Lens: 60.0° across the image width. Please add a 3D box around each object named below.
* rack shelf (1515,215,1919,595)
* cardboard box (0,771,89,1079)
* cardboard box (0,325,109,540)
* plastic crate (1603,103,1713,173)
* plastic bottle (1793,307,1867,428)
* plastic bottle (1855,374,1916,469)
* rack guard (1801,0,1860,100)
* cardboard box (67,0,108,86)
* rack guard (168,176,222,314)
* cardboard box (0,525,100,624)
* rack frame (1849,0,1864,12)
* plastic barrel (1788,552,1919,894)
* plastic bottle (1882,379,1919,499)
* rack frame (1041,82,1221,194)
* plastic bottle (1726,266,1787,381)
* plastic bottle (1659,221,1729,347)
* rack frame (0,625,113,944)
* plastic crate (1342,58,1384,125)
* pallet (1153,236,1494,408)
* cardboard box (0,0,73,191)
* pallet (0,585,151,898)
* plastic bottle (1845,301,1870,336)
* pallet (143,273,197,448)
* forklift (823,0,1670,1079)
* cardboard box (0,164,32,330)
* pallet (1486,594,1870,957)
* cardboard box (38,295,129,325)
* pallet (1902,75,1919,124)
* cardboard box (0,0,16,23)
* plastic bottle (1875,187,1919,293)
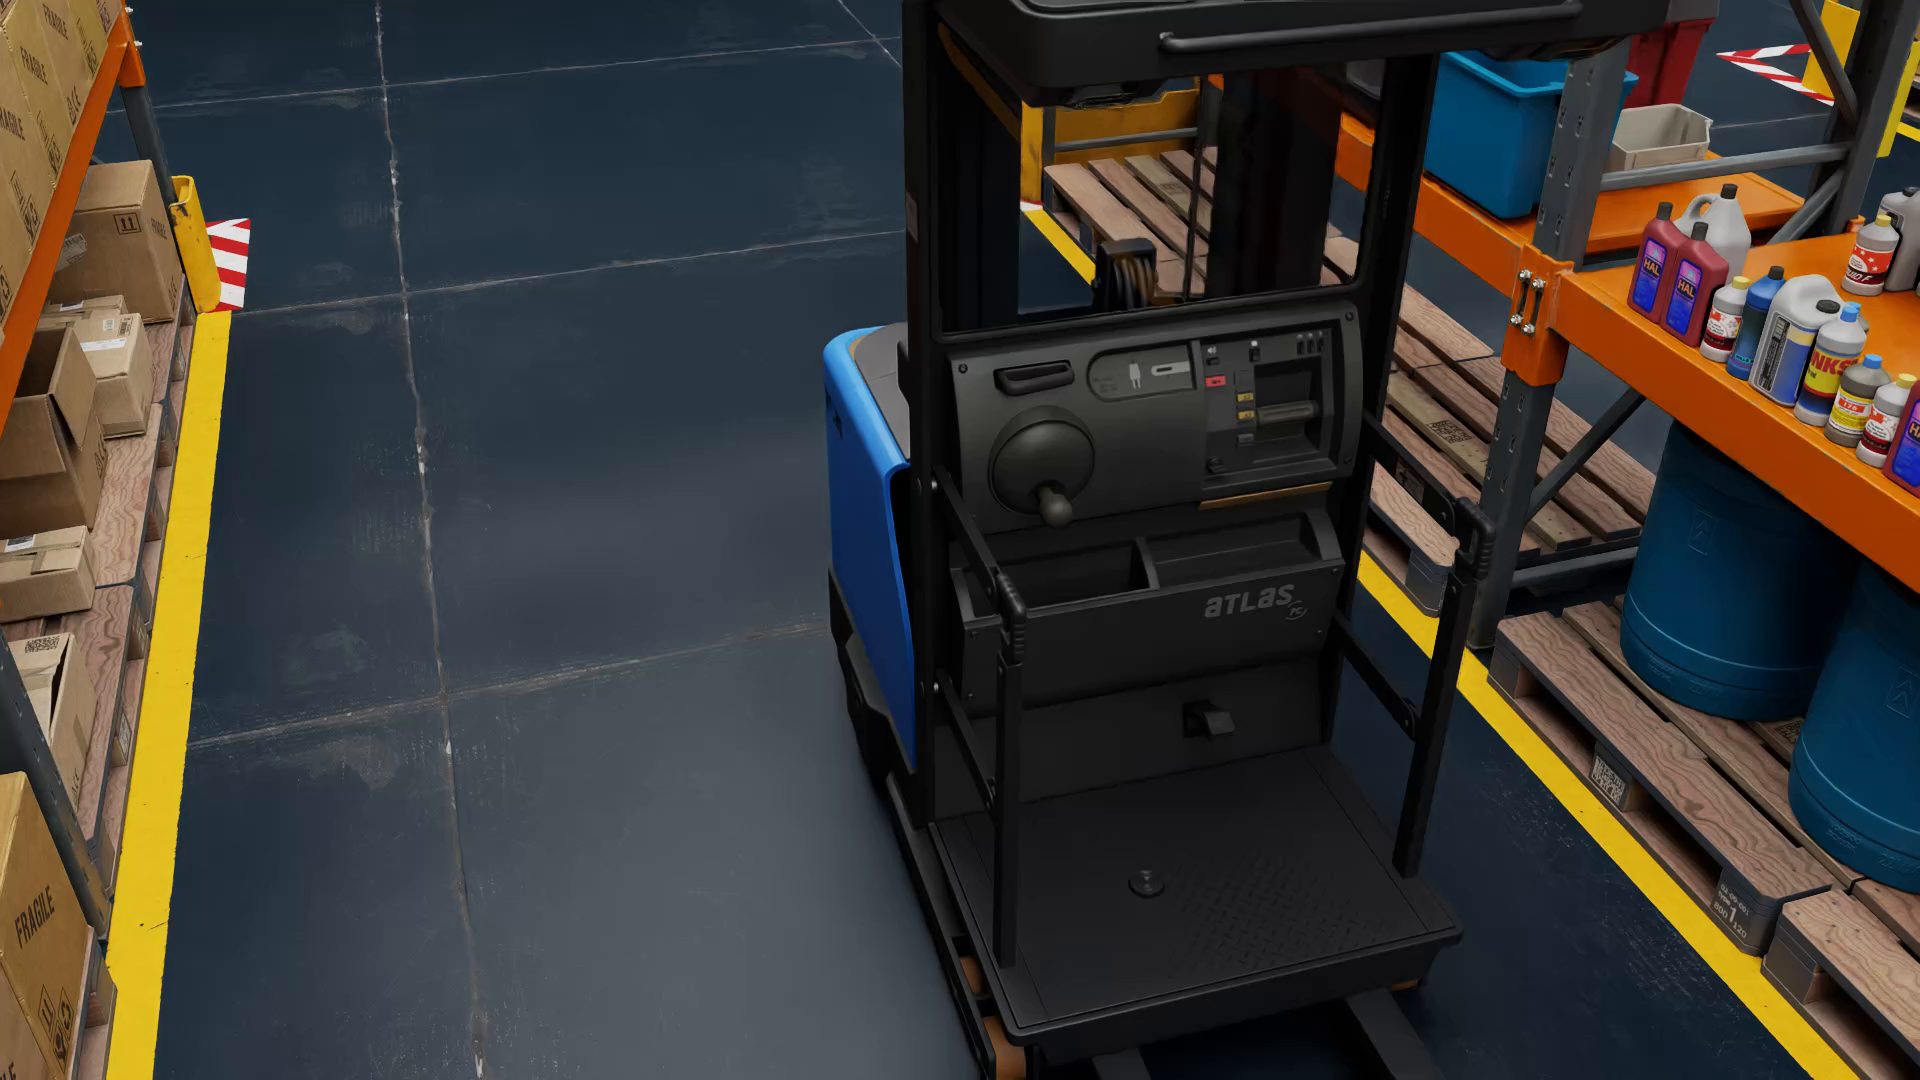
[{"bbox_3d":[2.676,0.337,3.172,1.077,0.370,4.000,-10,35,-15],"label":"rack shelf"},{"bbox_3d":[-2.229,0.888,3.554,0.500,0.500,0.500,-10,35,-15],"label":"cardboard box"},{"bbox_3d":[-3.230,-0.310,5.363,0.797,0.503,0.637,-10,35,-15],"label":"cardboard box"},{"bbox_3d":[2.060,-1.197,5.025,0.396,0.136,0.243,-10,35,-15],"label":"plastic crate"},{"bbox_3d":[1.966,-0.395,3.743,0.097,0.271,0.097,0,33,0],"label":"plastic bottle"},{"bbox_3d":[2.025,-0.263,3.608,0.097,0.201,0.097,0,33,0],"label":"plastic bottle"},{"bbox_3d":[5.556,-2.916,9.709,1.175,0.500,0.348,-10,35,-15],"label":"rack guard"},{"bbox_3d":[-3.315,-1.863,5.758,0.500,0.500,0.500,-10,35,-14],"label":"cardboard box"},{"bbox_3d":[-3.849,-1.200,7.112,1.175,0.500,0.348,-10,35,-15],"label":"rack guard"},{"bbox_3d":[-2.848,0.107,5.038,0.380,0.166,0.250,-10,35,-15],"label":"cardboard box"},{"bbox_3d":[5.563,-3.946,9.001,1.000,3.000,0.127,-10,35,-15],"label":"rack frame"},{"bbox_3d":[2.432,0.347,4.026,0.600,0.901,0.708,-10,35,-15],"label":"plastic barrel"},{"bbox_3d":[2.043,-0.234,3.489,0.061,0.283,0.133,-10,35,-15],"label":"plastic bottle"},{"bbox_3d":[0.846,-3.113,7.741,1.000,3.000,0.127,-10,35,-15],"label":"rack frame"},{"bbox_3d":[1.895,-0.517,3.928,0.097,0.271,0.097,0,33,0],"label":"plastic bottle"},{"bbox_3d":[1.813,-0.630,4.089,0.061,0.283,0.133,-10,35,-15],"label":"plastic bottle"},{"bbox_3d":[-2.652,-0.182,3.305,1.000,3.000,0.127,-10,35,-15],"label":"rack frame"},{"bbox_3d":[1.469,-1.466,5.443,0.437,0.125,0.590,-10,35,-15],"label":"plastic crate"},{"bbox_3d":[1.429,-0.871,6.877,1.003,0.211,1.213,-10,35,-15],"label":"pallet"},{"bbox_3d":[-3.014,-1.335,4.959,0.500,0.500,0.500,-10,35,-15],"label":"cardboard box"},{"bbox_3d":[-2.861,0.621,4.620,1.003,0.211,1.213,-10,35,-15],"label":"pallet"},{"bbox_3d":[2.069,-0.462,3.908,0.097,0.201,0.097,0,33,0],"label":"plastic bottle"},{"bbox_3d":[-3.605,-0.661,6.558,1.003,0.211,1.213,-10,35,-15],"label":"pallet"},{"bbox_3d":[0.497,-0.209,3.407,1.130,2.935,3.031,-9,35,-13],"label":"forklift"},{"bbox_3d":[-2.707,-0.806,4.158,0.500,0.500,0.500,-9,35,-14],"label":"cardboard box"},{"bbox_3d":[2.262,0.562,4.708,1.003,0.211,1.213,-10,35,-15],"label":"pallet"},{"bbox_3d":[-3.434,-0.812,6.429,0.380,0.166,0.250,-10,35,-15],"label":"cardboard box"},{"bbox_3d":[5.881,-2.376,9.155,1.003,0.211,1.213,-10,35,-15],"label":"pallet"},{"bbox_3d":[-3.001,-1.748,4.676,0.500,0.500,0.500,-9,34,-13],"label":"cardboard box"},{"bbox_3d":[2.494,-0.809,4.366,0.152,0.276,0.135,-10,35,-15],"label":"plastic bottle"}]
